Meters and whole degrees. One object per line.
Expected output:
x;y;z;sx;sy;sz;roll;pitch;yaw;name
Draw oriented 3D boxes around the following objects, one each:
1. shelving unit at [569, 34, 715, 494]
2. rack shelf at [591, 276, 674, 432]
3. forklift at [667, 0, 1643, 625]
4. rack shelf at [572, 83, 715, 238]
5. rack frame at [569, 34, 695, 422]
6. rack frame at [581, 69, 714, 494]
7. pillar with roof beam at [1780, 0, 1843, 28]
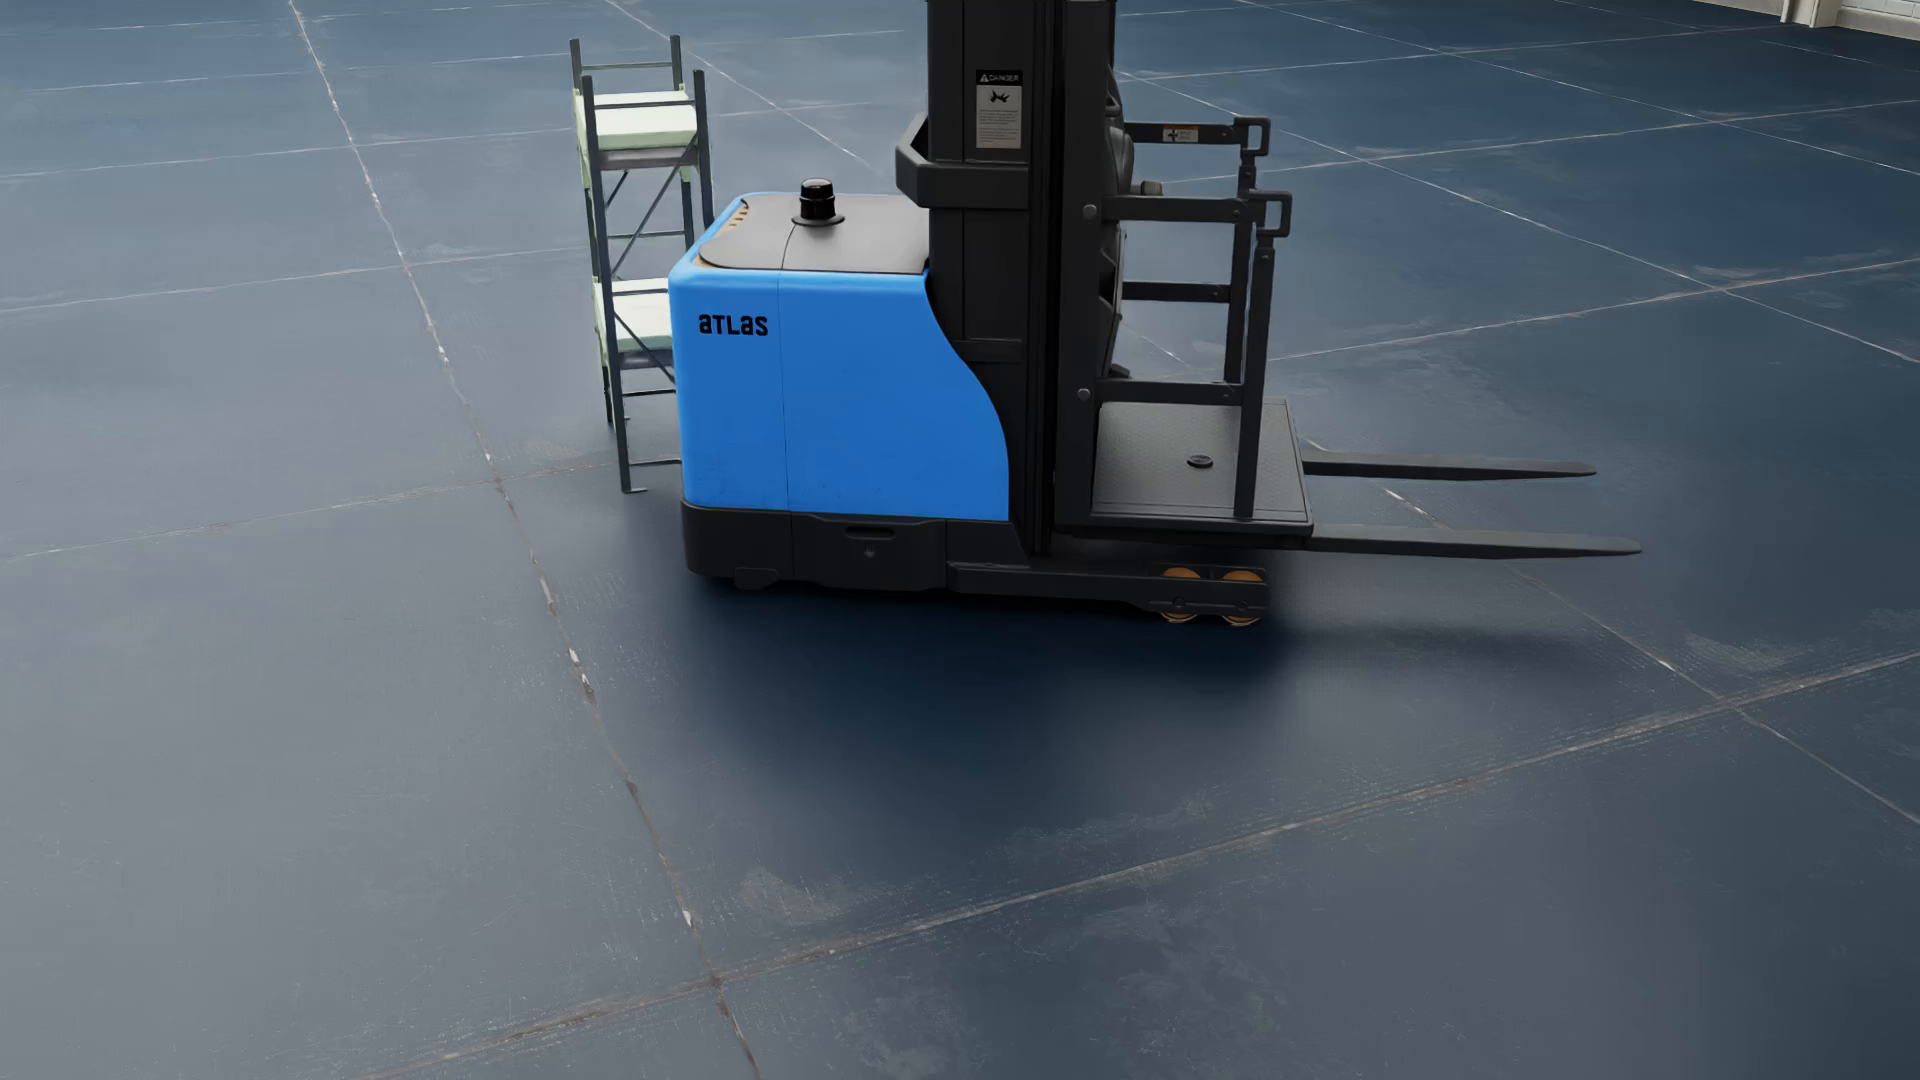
-1.141;-1.024;6.137;0.431;1.500;0.755;-7;27;-13;shelving unit
-1.141;-0.731;6.280;0.431;0.370;0.720;-7;27;-13;rack shelf
0.654;-1.298;5.067;3.031;2.935;1.130;3;26;5;forklift
-1.141;-1.374;5.966;0.431;0.370;0.720;-7;27;-13;rack shelf
-1.235;-1.179;6.455;0.400;1.500;0.023;-7;27;-13;rack frame
-1.048;-0.869;5.819;0.400;1.500;0.023;-7;27;-13;rack frame
4.101;-8.211;12.311;9.100;9.000;0.400;-11;28;-21;pillar with roof beam
